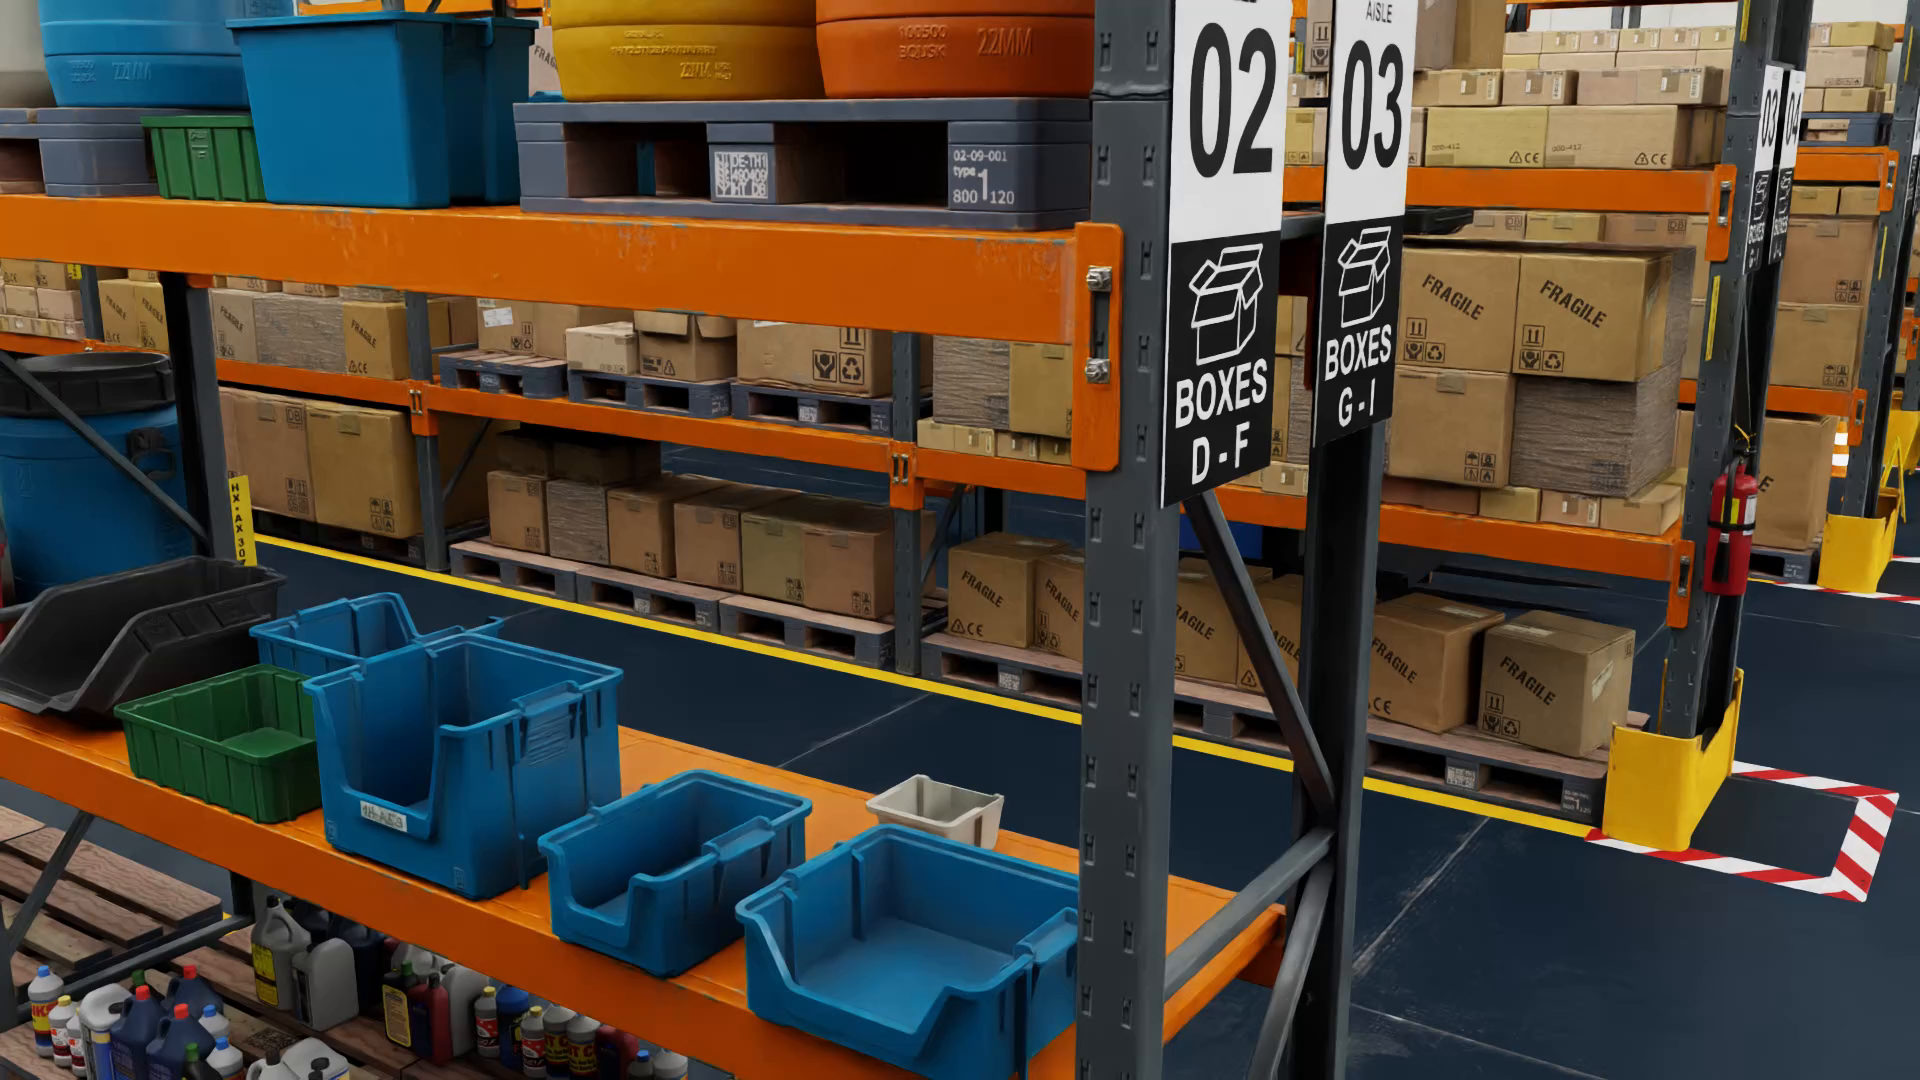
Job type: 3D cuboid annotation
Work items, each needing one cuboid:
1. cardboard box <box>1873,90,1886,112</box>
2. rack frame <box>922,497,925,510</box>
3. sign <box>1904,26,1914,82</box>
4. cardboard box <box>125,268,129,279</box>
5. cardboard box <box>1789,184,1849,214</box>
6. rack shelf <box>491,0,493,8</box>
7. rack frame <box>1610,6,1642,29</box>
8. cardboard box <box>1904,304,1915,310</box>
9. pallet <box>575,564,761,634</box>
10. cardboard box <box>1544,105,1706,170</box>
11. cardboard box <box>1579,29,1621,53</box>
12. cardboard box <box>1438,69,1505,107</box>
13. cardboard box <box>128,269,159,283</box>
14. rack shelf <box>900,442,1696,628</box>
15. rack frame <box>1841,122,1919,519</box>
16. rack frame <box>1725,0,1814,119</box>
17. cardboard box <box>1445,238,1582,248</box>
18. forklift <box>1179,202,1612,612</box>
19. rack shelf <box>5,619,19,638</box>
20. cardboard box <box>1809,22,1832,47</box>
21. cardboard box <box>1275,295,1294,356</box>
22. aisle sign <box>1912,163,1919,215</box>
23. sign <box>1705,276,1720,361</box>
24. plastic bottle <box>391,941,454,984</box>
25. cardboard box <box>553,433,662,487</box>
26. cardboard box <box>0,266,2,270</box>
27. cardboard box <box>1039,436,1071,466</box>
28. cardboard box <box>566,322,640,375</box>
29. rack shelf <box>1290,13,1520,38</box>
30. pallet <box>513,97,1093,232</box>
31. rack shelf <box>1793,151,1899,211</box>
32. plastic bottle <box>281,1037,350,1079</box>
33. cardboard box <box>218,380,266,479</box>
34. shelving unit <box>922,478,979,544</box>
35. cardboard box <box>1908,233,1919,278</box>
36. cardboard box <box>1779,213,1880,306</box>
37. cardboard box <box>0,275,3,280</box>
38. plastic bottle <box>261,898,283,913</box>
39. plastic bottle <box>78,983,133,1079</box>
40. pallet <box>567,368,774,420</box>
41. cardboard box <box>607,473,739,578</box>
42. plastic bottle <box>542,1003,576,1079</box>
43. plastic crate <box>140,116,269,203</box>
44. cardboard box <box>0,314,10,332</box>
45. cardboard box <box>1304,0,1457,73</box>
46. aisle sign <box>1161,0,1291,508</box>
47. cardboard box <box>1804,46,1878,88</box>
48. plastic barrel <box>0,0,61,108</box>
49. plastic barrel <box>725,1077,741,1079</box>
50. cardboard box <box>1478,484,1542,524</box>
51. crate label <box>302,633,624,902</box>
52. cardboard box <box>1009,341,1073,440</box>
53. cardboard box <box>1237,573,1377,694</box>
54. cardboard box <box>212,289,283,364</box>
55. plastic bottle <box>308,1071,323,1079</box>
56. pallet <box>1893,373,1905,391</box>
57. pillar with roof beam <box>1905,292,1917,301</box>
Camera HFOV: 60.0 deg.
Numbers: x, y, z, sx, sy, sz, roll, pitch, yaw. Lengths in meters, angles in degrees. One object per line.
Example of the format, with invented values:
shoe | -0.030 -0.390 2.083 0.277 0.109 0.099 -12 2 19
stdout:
cardboard box | 6.031 -2.935 11.137 0.250 0.149 0.380 9 17 33
rack frame | -0.340 -0.637 12.401 0.015 1.200 0.240 9 17 33
sign | 5.822 -2.980 10.199 0.005 0.325 0.100 9 17 33
cardboard box | -6.928 -2.424 14.004 0.500 0.500 0.500 9 17 33
cardboard box | 7.854 -3.012 15.341 0.500 0.500 0.700 9 17 33
rack shelf | -5.013 -3.973 11.977 4.000 0.370 1.077 9 17 33
rack frame | 8.263 -6.678 20.574 0.127 3.000 1.000 9 17 33
cardboard box | 11.026 -2.584 19.286 0.500 0.250 0.500 10 17 35
pallet | -1.698 0.286 10.729 1.213 0.211 1.003 9 17 33
cardboard box | 2.742 -1.661 6.860 0.500 0.250 0.500 10 17 34
cardboard box | 4.402 -3.395 11.333 0.250 0.149 0.380 9 17 33
cardboard box | 2.219 -1.917 7.067 0.250 0.149 0.380 9 17 33
cardboard box | -6.138 -2.324 13.175 0.637 0.503 0.797 9 16 31
rack shelf | 1.625 -0.183 8.316 4.000 0.370 1.077 9 17 33
rack frame | 6.136 -1.239 11.086 0.127 3.000 1.000 9 17 33
rack frame | 3.284 -3.176 6.425 0.127 3.000 1.000 9 17 33
cardboard box | 2.569 -1.138 7.772 0.500 0.500 0.500 9 17 33
forklift | 2.560 -1.047 10.453 3.031 2.935 1.130 8 16 30
rack shelf | -4.459 0.268 6.493 4.000 0.370 1.077 9 17 33
cardboard box | 5.461 -3.224 10.643 0.250 0.149 0.380 9 17 33
cardboard box | 1.448 -1.169 7.894 0.500 0.500 0.500 9 17 33
aisle sign | 6.363 -2.551 10.977 0.004 0.787 0.394 9 17 33
sign | 2.958 -0.871 6.533 0.005 0.325 0.100 9 17 33
plastic bottle | -1.677 1.358 5.193 0.185 0.351 0.144 9 17 32
cardboard box | -2.335 -0.548 11.019 0.500 0.250 0.500 12 18 39
cardboard box | -9.021 -2.401 15.472 0.500 0.250 0.500 9 16 32
cardboard box | 0.612 -0.494 8.597 0.250 0.149 0.380 9 17 33
cardboard box | -2.092 -1.197 10.354 0.500 0.250 0.500 9 16 31
rack shelf | 3.836 -5.413 17.792 4.000 0.370 1.077 9 17 33
pallet | -0.112 -0.771 3.346 1.213 0.211 1.003 9 17 33
rack shelf | 4.477 -2.614 11.896 4.000 0.370 1.077 9 17 33
plastic bottle | -1.790 1.536 4.627 0.135 0.276 0.152 9 17 33
cardboard box | -5.389 -0.844 13.038 0.875 0.875 1.225 9 16 31
shelving unit | -0.137 -0.605 12.269 0.503 1.200 0.258 9 17 33
cardboard box | 11.027 -3.292 19.171 0.500 0.500 0.500 9 16 32
cardboard box | 5.850 -1.894 11.171 0.550 0.550 0.875 9 17 33
cardboard box | -8.459 -2.157 14.489 0.500 0.250 0.500 9 16 32
plastic bottle | -2.324 1.319 5.661 0.097 0.201 0.097 0 14 0
plastic bottle | -2.496 1.464 4.919 0.135 0.276 0.152 10 17 35
pallet | -1.688 -0.986 10.463 1.213 0.211 1.003 9 17 33
cardboard box | -1.845 -0.104 10.789 0.500 0.500 0.700 11 18 37
plastic bottle | -1.178 1.470 4.905 0.097 0.271 0.097 0 14 0
plastic crate | -1.642 -0.900 3.914 0.450 0.188 0.336 9 17 33
cardboard box | -7.963 -1.865 14.136 0.250 0.149 0.380 10 17 34
cardboard box | 1.857 -2.313 7.314 0.500 0.500 0.500 9 17 33
aisle sign | 0.414 -0.469 2.566 0.004 0.787 0.394 9 17 33
cardboard box | 5.574 -3.029 10.686 0.500 0.250 0.500 9 17 34
plastic barrel | -2.551 -1.430 4.508 0.421 0.512 0.421 0 14 0
plastic barrel | -0.485 1.587 3.971 0.421 0.512 0.421 0 14 0
cardboard box | 2.489 -0.196 7.394 0.250 0.149 0.380 9 17 33
crate label | -1.158 0.514 3.931 0.616 0.435 0.502 9 17 33
cardboard box | 0.699 -0.846 8.672 0.500 0.500 0.875 9 17 33
cardboard box | 1.751 0.498 8.398 0.500 0.500 0.500 11 18 38
cardboard box | -5.166 -1.607 12.365 0.500 0.500 0.500 10 17 34
plastic bottle | -1.697 1.558 4.384 0.185 0.351 0.144 10 17 35
pallet | 10.924 -1.970 19.844 1.213 0.211 1.003 9 17 33
pillar with roof beam | 9.105 -5.557 16.043 0.400 9.000 9.100 9 17 33
